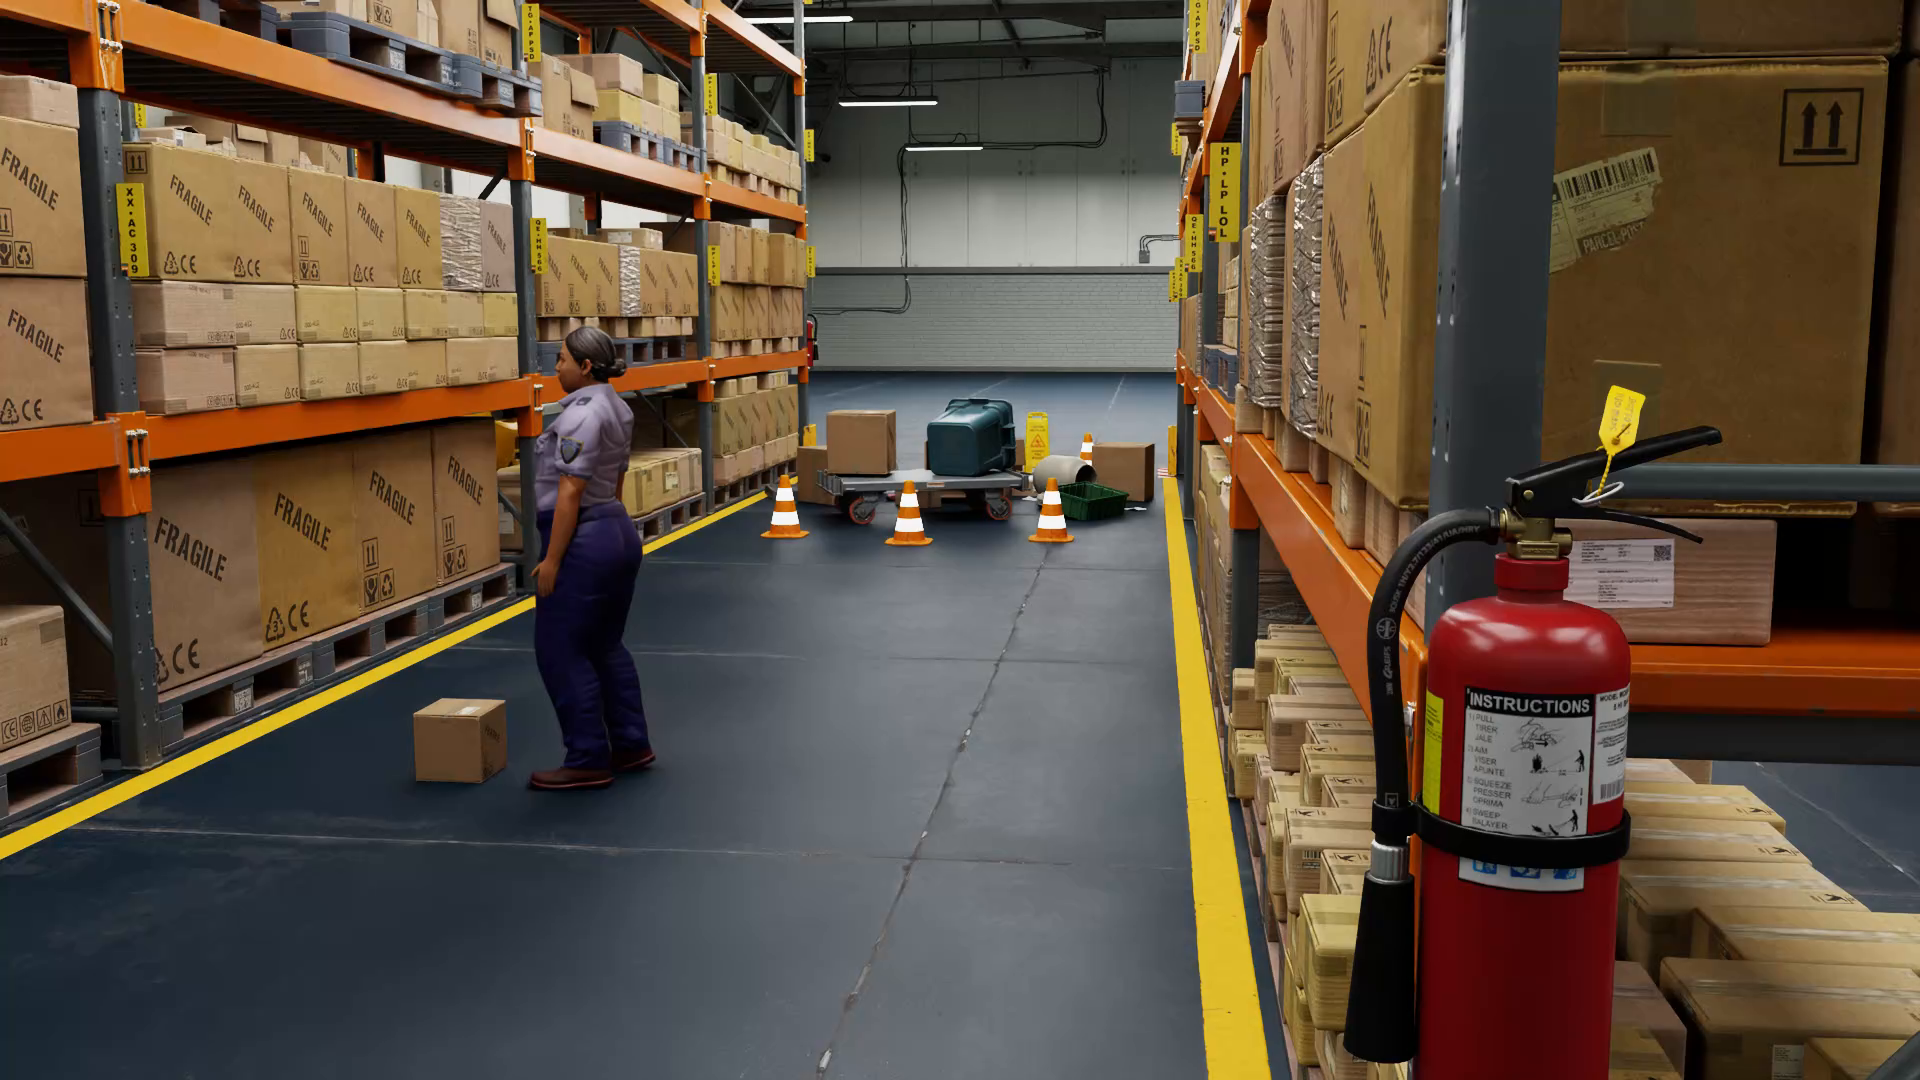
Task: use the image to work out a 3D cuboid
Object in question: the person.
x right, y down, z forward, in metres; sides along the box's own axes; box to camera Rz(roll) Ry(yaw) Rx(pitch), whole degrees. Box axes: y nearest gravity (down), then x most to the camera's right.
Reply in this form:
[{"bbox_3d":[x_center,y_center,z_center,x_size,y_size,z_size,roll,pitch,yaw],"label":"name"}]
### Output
[{"bbox_3d":[-1.342,0.079,5.955,0.370,1.678,0.475,1,8,8],"label":"person"}]
